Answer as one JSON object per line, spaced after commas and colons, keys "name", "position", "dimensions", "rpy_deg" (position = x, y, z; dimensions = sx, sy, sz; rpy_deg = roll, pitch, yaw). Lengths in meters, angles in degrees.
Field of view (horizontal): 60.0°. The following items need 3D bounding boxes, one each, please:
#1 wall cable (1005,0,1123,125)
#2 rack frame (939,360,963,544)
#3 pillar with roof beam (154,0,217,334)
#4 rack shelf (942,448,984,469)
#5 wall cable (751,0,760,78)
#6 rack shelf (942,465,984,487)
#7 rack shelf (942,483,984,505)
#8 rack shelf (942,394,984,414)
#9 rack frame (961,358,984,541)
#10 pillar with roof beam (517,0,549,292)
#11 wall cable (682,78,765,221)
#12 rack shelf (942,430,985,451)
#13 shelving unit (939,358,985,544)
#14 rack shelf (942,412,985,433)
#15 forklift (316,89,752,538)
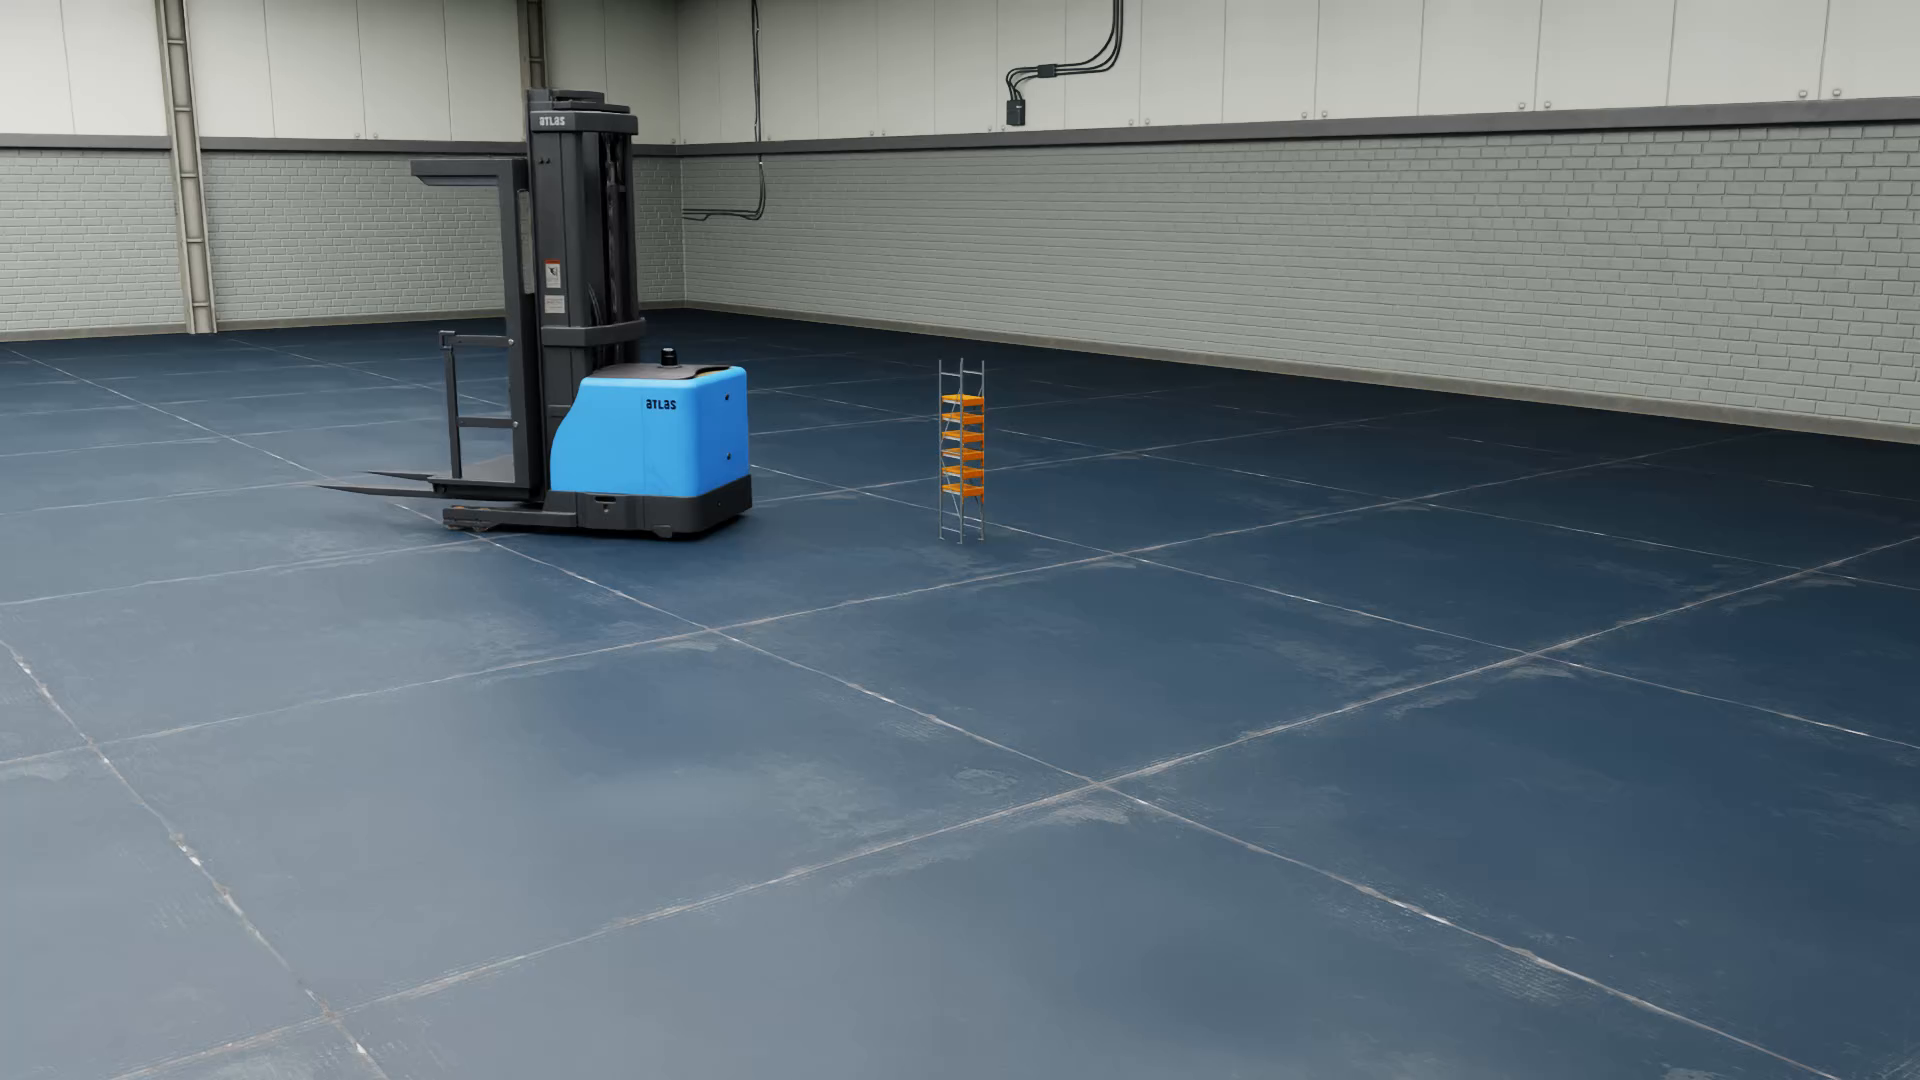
{"name": "wall cable", "position": [1.426, -8.837, 22.895], "dimensions": [0.169, 6.003, 2.305], "rpy_deg": [-9, 15, -38]}
{"name": "rack frame", "position": [-0.060, -0.577, 10.957], "dimensions": [0.006, 1.200, 0.240], "rpy_deg": [-9, 15, -38]}
{"name": "pillar with roof beam", "position": [-9.615, -7.071, 22.764], "dimensions": [0.400, 9.000, 9.100], "rpy_deg": [-9, 15, -38]}
{"name": "rack shelf", "position": [0.011, -0.545, 11.022], "dimensions": [0.180, 0.103, 0.258], "rpy_deg": [-9, 15, -38]}
{"name": "wall cable", "position": [-2.802, -9.228, 28.241], "dimensions": [0.112, 2.526, 3.097], "rpy_deg": [-9, 15, -38]}
{"name": "rack shelf", "position": [0.011, -0.428, 11.047], "dimensions": [0.180, 0.103, 0.258], "rpy_deg": [-9, 15, -38]}
{"name": "rack shelf", "position": [0.011, -0.311, 11.072], "dimensions": [0.180, 0.103, 0.258], "rpy_deg": [-9, 15, -38]}
{"name": "rack shelf", "position": [0.011, -0.897, 10.947], "dimensions": [0.180, 0.103, 0.258], "rpy_deg": [-9, 15, -38]}
{"name": "rack frame", "position": [0.083, -0.601, 11.069], "dimensions": [0.006, 1.200, 0.240], "rpy_deg": [-9, 15, -38]}
{"name": "pillar with roof beam", "position": [-4.930, -7.850, 26.431], "dimensions": [0.400, 9.000, 9.100], "rpy_deg": [-9, 15, -38]}
{"name": "wall cable", "position": [-4.492, -7.197, 30.832], "dimensions": [0.112, 2.526, 3.097], "rpy_deg": [-9, 15, -38]}
{"name": "rack shelf", "position": [0.011, -0.663, 10.997], "dimensions": [0.180, 0.103, 0.258], "rpy_deg": [-9, 15, -38]}
{"name": "shelving unit", "position": [0.011, -0.589, 11.013], "dimensions": [0.189, 1.200, 0.258], "rpy_deg": [-9, 15, -38]}
{"name": "rack shelf", "position": [0.011, -0.780, 10.972], "dimensions": [0.180, 0.103, 0.258], "rpy_deg": [-9, 15, -38]}
{"name": "forklift", "position": [-3.063, -1.592, 11.568], "dimensions": [3.031, 2.935, 1.130], "rpy_deg": [3, 12, 15]}
